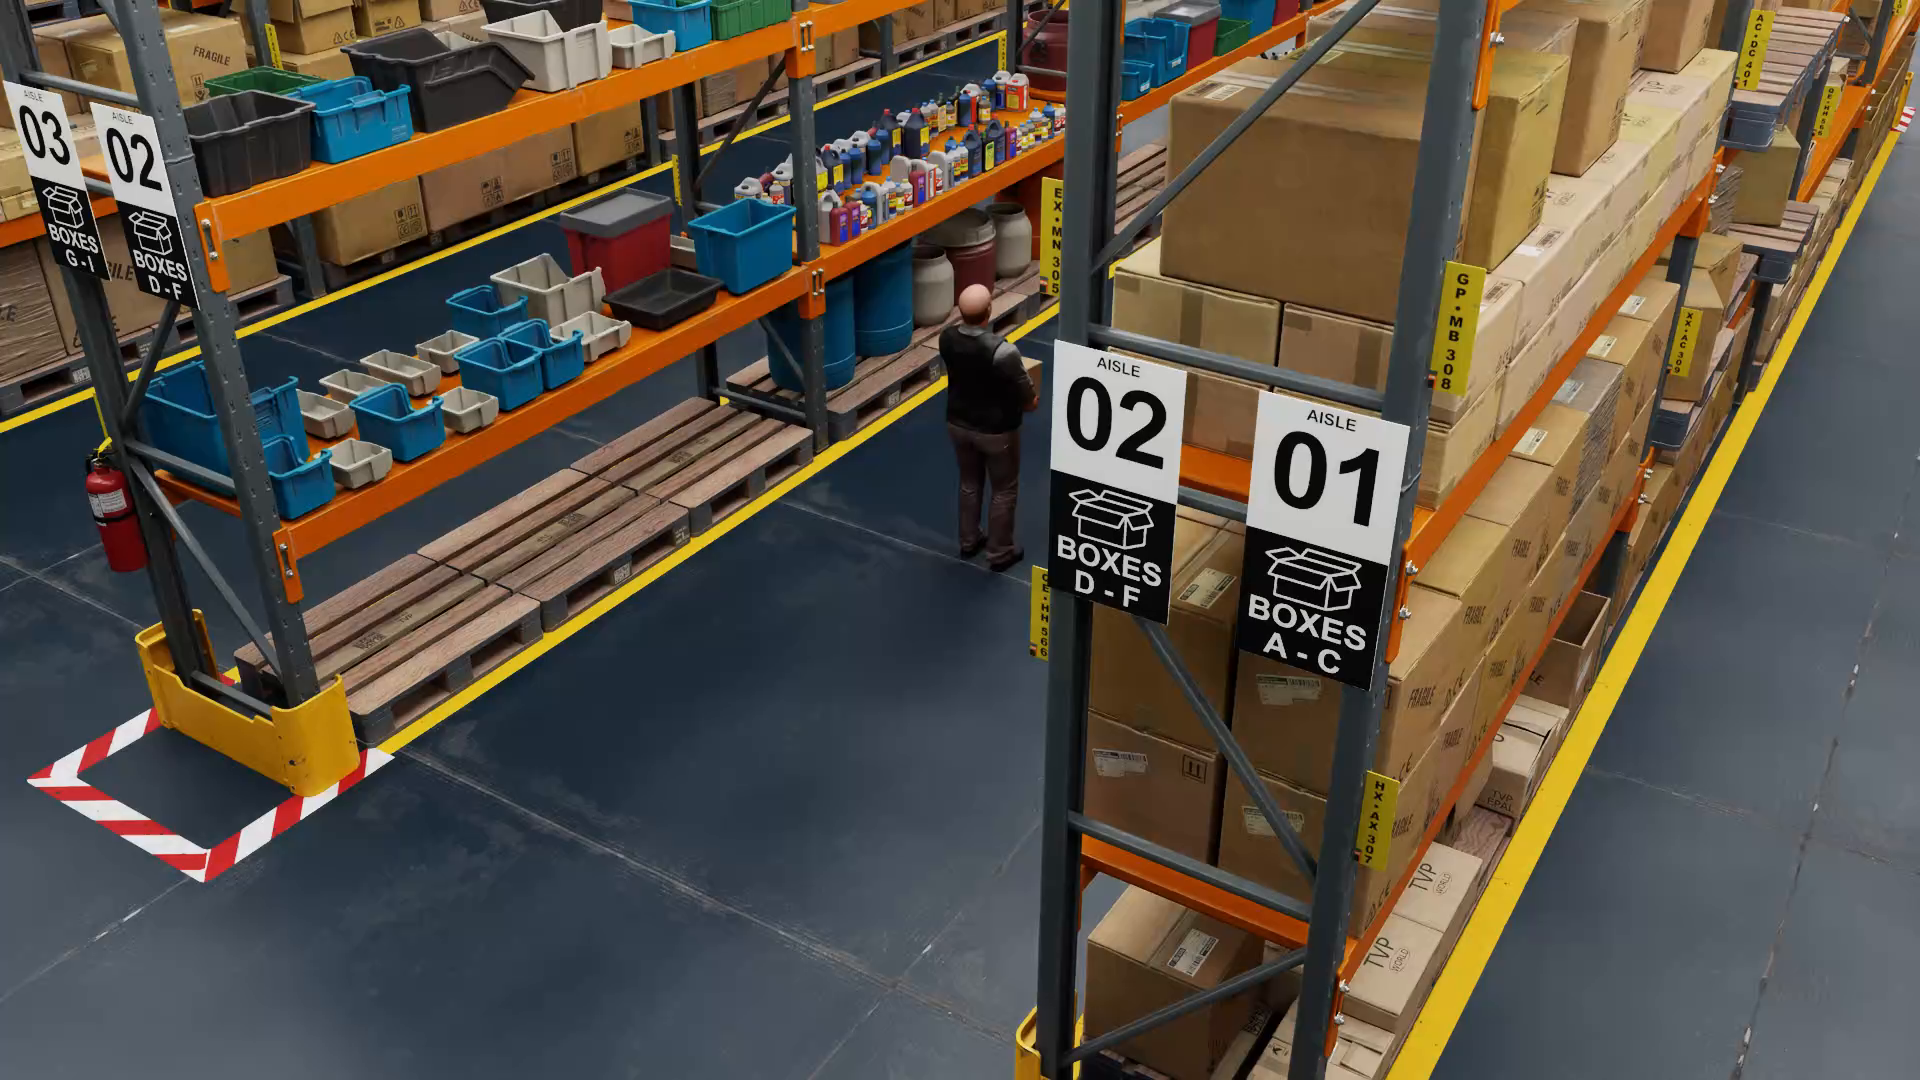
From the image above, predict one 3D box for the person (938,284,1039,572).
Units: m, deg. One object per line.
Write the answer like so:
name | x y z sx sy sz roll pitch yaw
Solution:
person | 0.171 -0.675 9.379 0.494 1.711 0.551 18 35 28
